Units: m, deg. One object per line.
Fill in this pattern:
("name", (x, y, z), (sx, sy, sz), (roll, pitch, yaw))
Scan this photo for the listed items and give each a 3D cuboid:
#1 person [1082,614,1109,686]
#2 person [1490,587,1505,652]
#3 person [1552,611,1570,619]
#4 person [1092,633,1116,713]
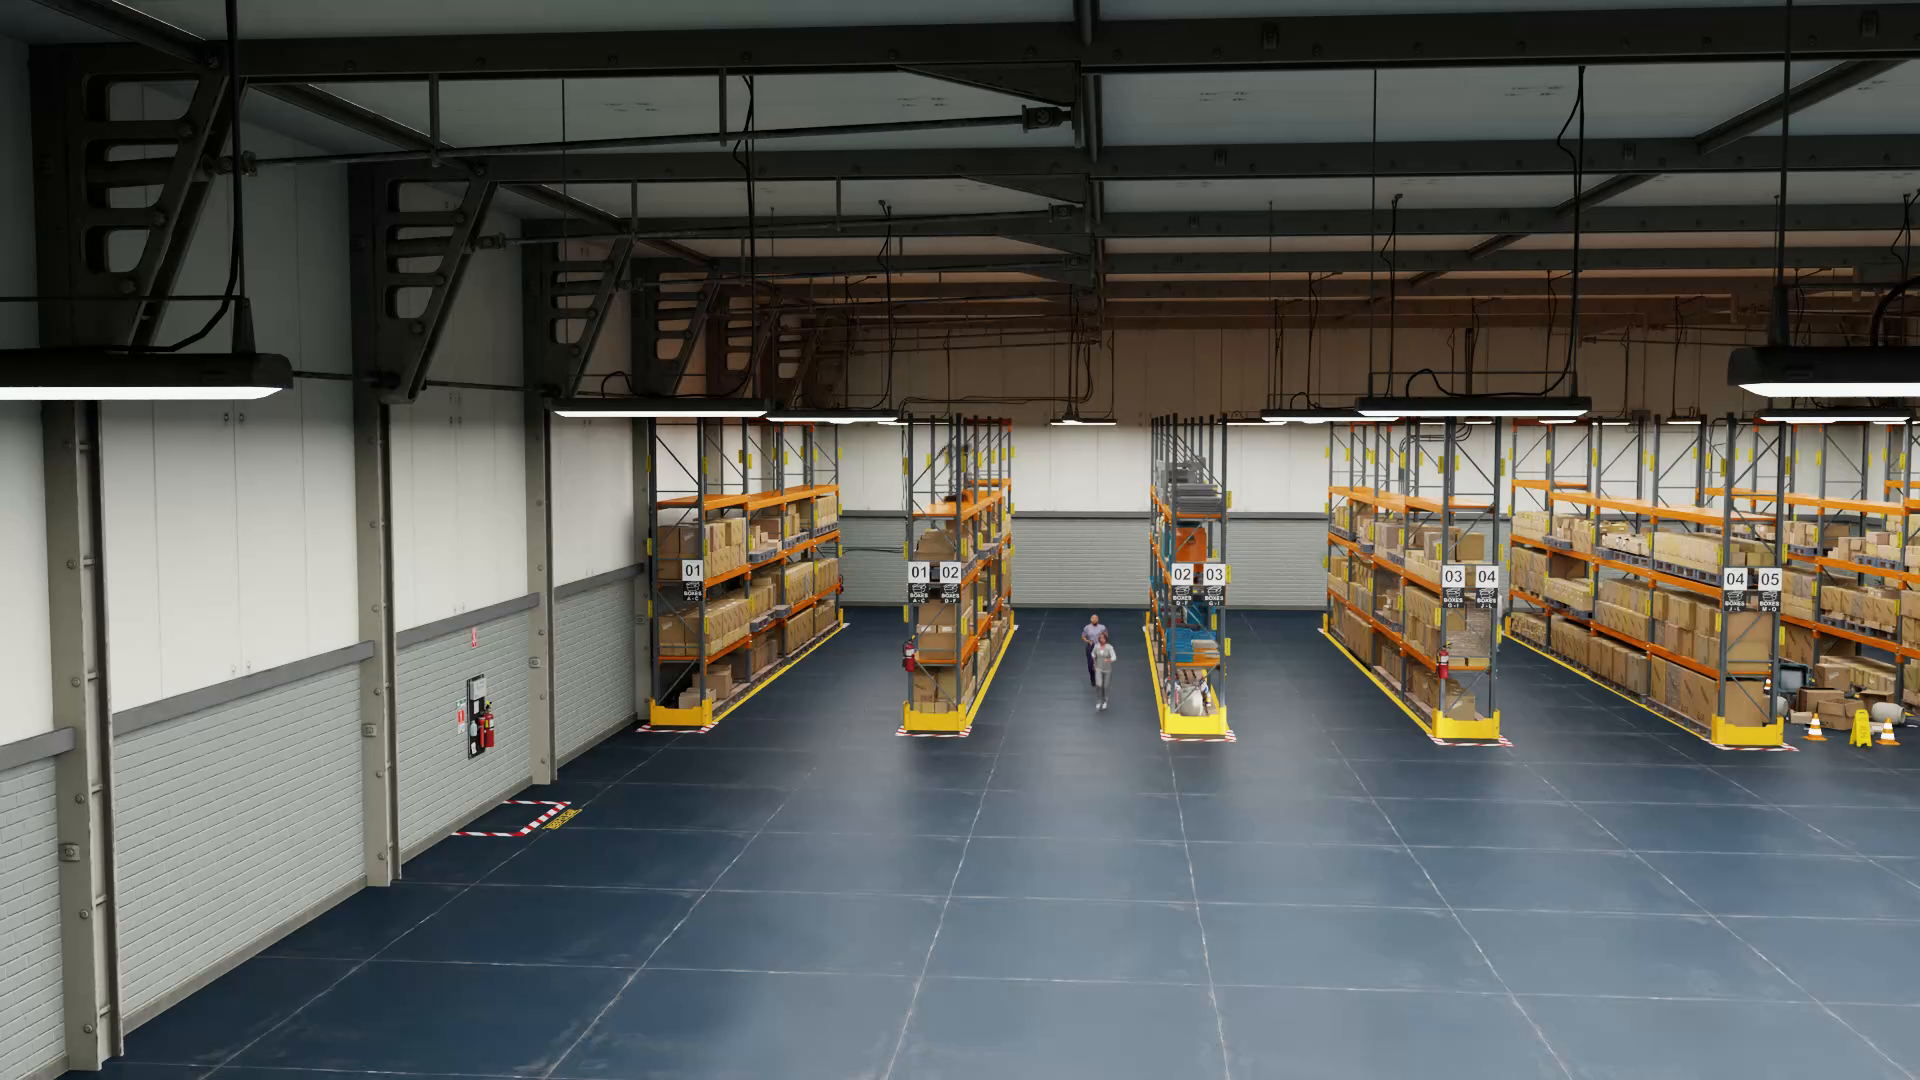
("person", (3.003, 2.442, 36.885), (0.600, 1.608, 0.530), (0, 4, 4))
("person", (13.698, 1.974, 42.750), (0.651, 1.754, 0.876), (0, 4, 0))
("person", (16.925, 1.705, 46.899), (0.650, 1.760, 0.744), (-2, 4, -29))
("person", (2.899, 2.669, 33.574), (0.517, 1.612, 0.686), (1, 4, 10))
